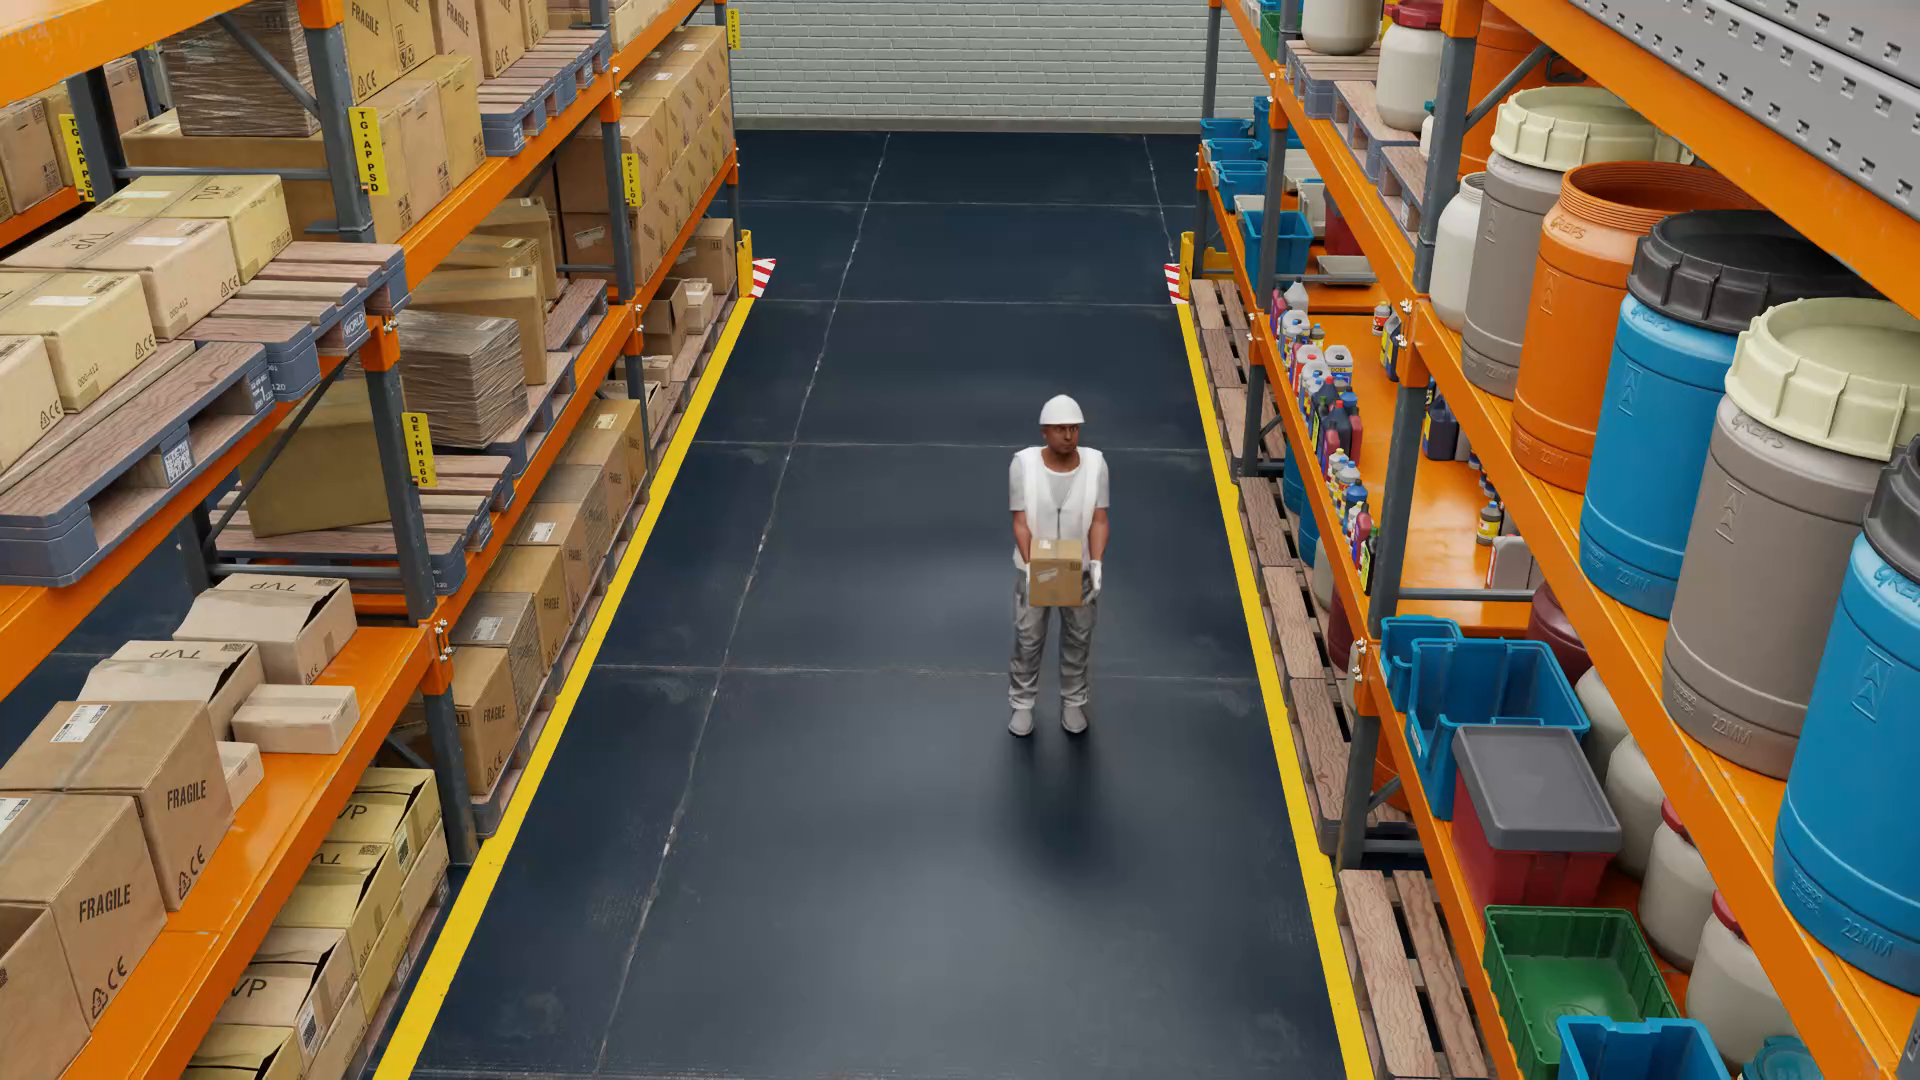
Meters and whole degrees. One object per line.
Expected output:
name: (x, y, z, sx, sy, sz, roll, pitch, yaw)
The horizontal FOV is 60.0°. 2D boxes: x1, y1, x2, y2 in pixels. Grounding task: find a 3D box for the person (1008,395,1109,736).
person: (0.496, 0.174, 8.266, 0.502, 1.787, 0.569, -3, 28, -5)
